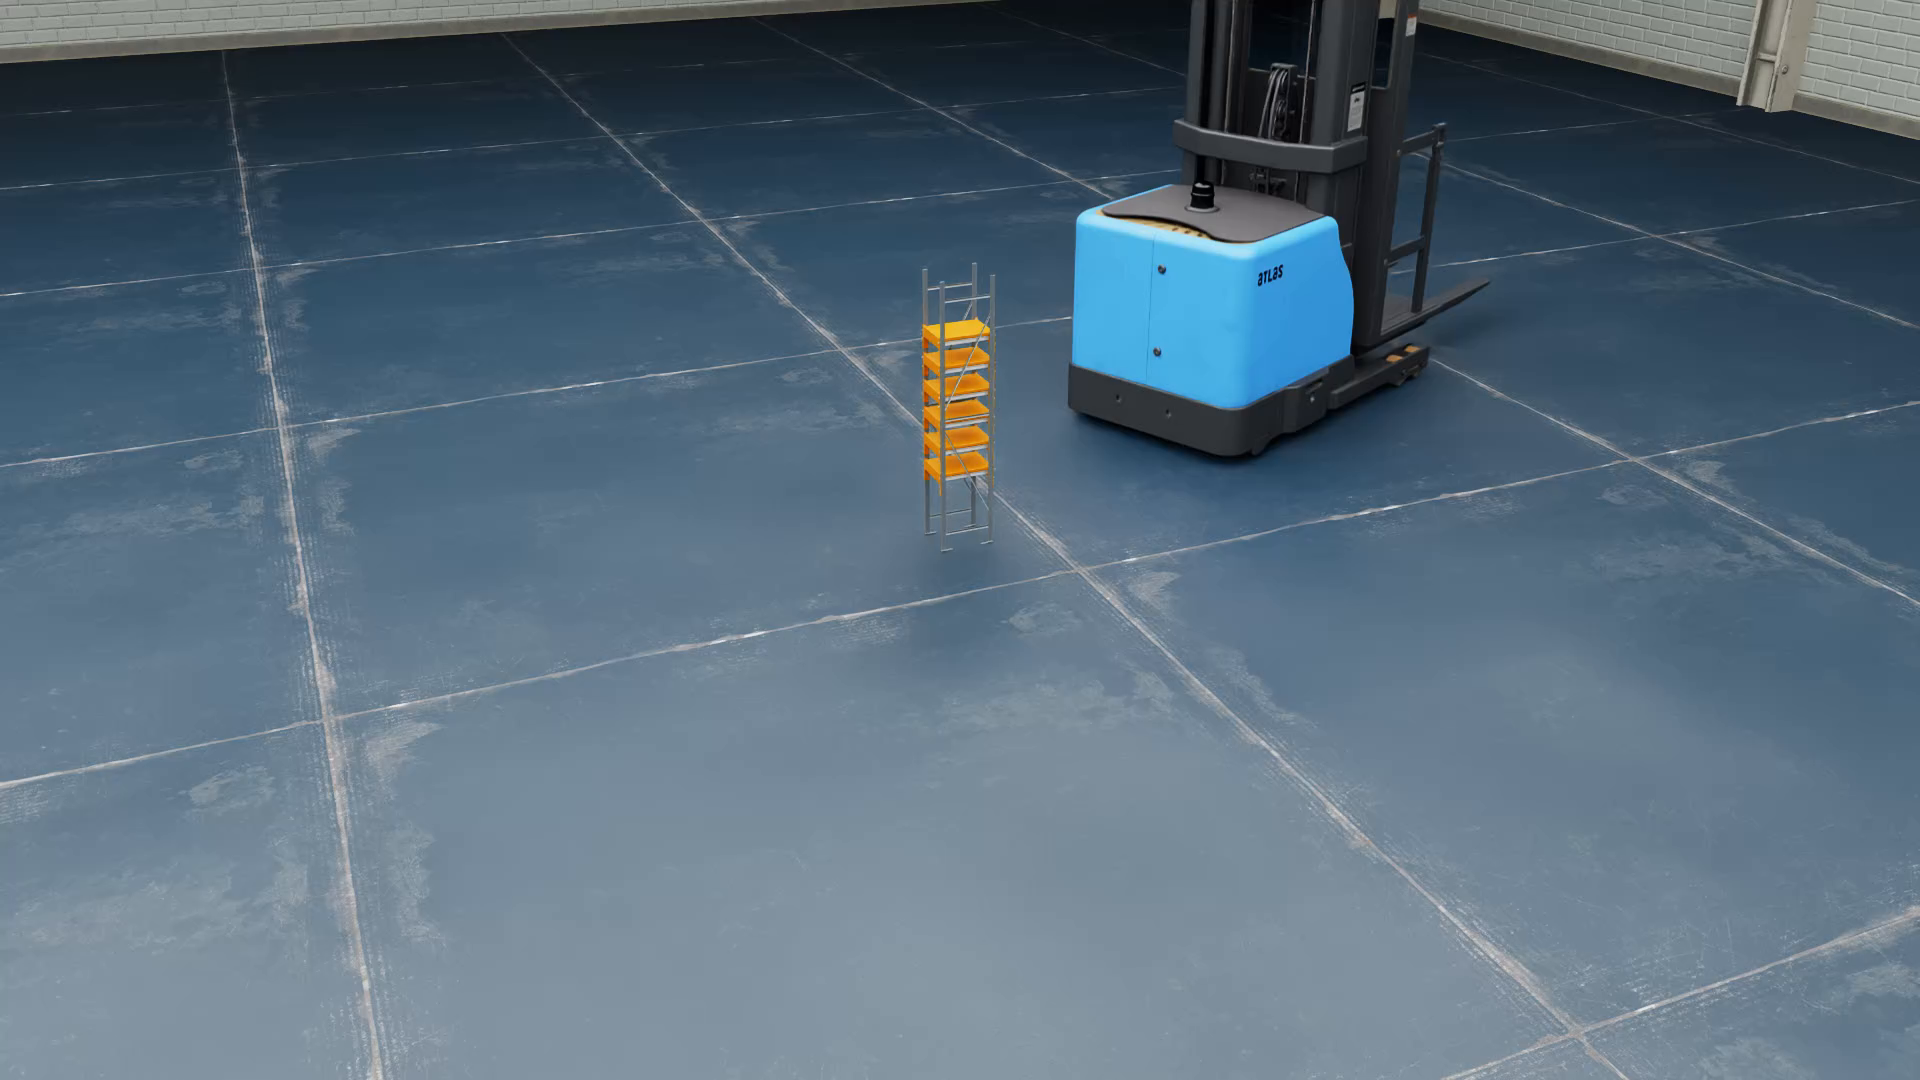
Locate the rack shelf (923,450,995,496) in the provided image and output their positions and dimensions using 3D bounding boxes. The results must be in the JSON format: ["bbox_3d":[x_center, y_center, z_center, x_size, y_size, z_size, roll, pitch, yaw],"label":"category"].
[{"bbox_3d":[-0.006,-0.289,7.124,0.258,0.103,0.180,-11,28,-21],"label":"rack shelf"}]

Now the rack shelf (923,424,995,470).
[{"bbox_3d":[-0.006,-0.397,7.071,0.258,0.103,0.180,-11,28,-21],"label":"rack shelf"}]

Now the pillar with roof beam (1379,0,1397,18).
[{"bbox_3d":[1.206,-9.771,17.006,9.100,9.000,0.400,-11,28,-21],"label":"pillar with roof beam"}]

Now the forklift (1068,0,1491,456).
[{"bbox_3d":[1.910,-2.278,8.575,1.130,2.935,3.031,22,33,37],"label":"forklift"}]

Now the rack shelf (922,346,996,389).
[{"bbox_3d":[-0.006,-0.721,6.913,0.258,0.103,0.180,-11,28,-21],"label":"rack shelf"}]

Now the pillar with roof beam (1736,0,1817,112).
[{"bbox_3d":[3.555,-7.349,12.045,9.100,9.000,0.400,-11,28,-21],"label":"pillar with roof beam"}]

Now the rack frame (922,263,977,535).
[{"bbox_3d":[-0.042,-0.582,7.074,0.240,1.200,0.006,-11,28,-21],"label":"rack frame"}]

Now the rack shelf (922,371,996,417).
[{"bbox_3d":[-0.006,-0.613,6.966,0.258,0.103,0.180,-11,28,-21],"label":"rack shelf"}]

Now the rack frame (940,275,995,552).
[{"bbox_3d":[0.030,-0.508,6.923,0.240,1.200,0.006,-11,28,-21],"label":"rack frame"}]

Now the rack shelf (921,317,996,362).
[{"bbox_3d":[-0.006,-0.829,6.860,0.258,0.103,0.180,-11,28,-21],"label":"rack shelf"}]

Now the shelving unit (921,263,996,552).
[{"bbox_3d":[-0.006,-0.545,6.999,0.258,1.200,0.189,-11,28,-21],"label":"shelving unit"}]

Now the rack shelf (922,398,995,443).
[{"bbox_3d":[-0.006,-0.505,7.018,0.258,0.103,0.180,-11,28,-21],"label":"rack shelf"}]
